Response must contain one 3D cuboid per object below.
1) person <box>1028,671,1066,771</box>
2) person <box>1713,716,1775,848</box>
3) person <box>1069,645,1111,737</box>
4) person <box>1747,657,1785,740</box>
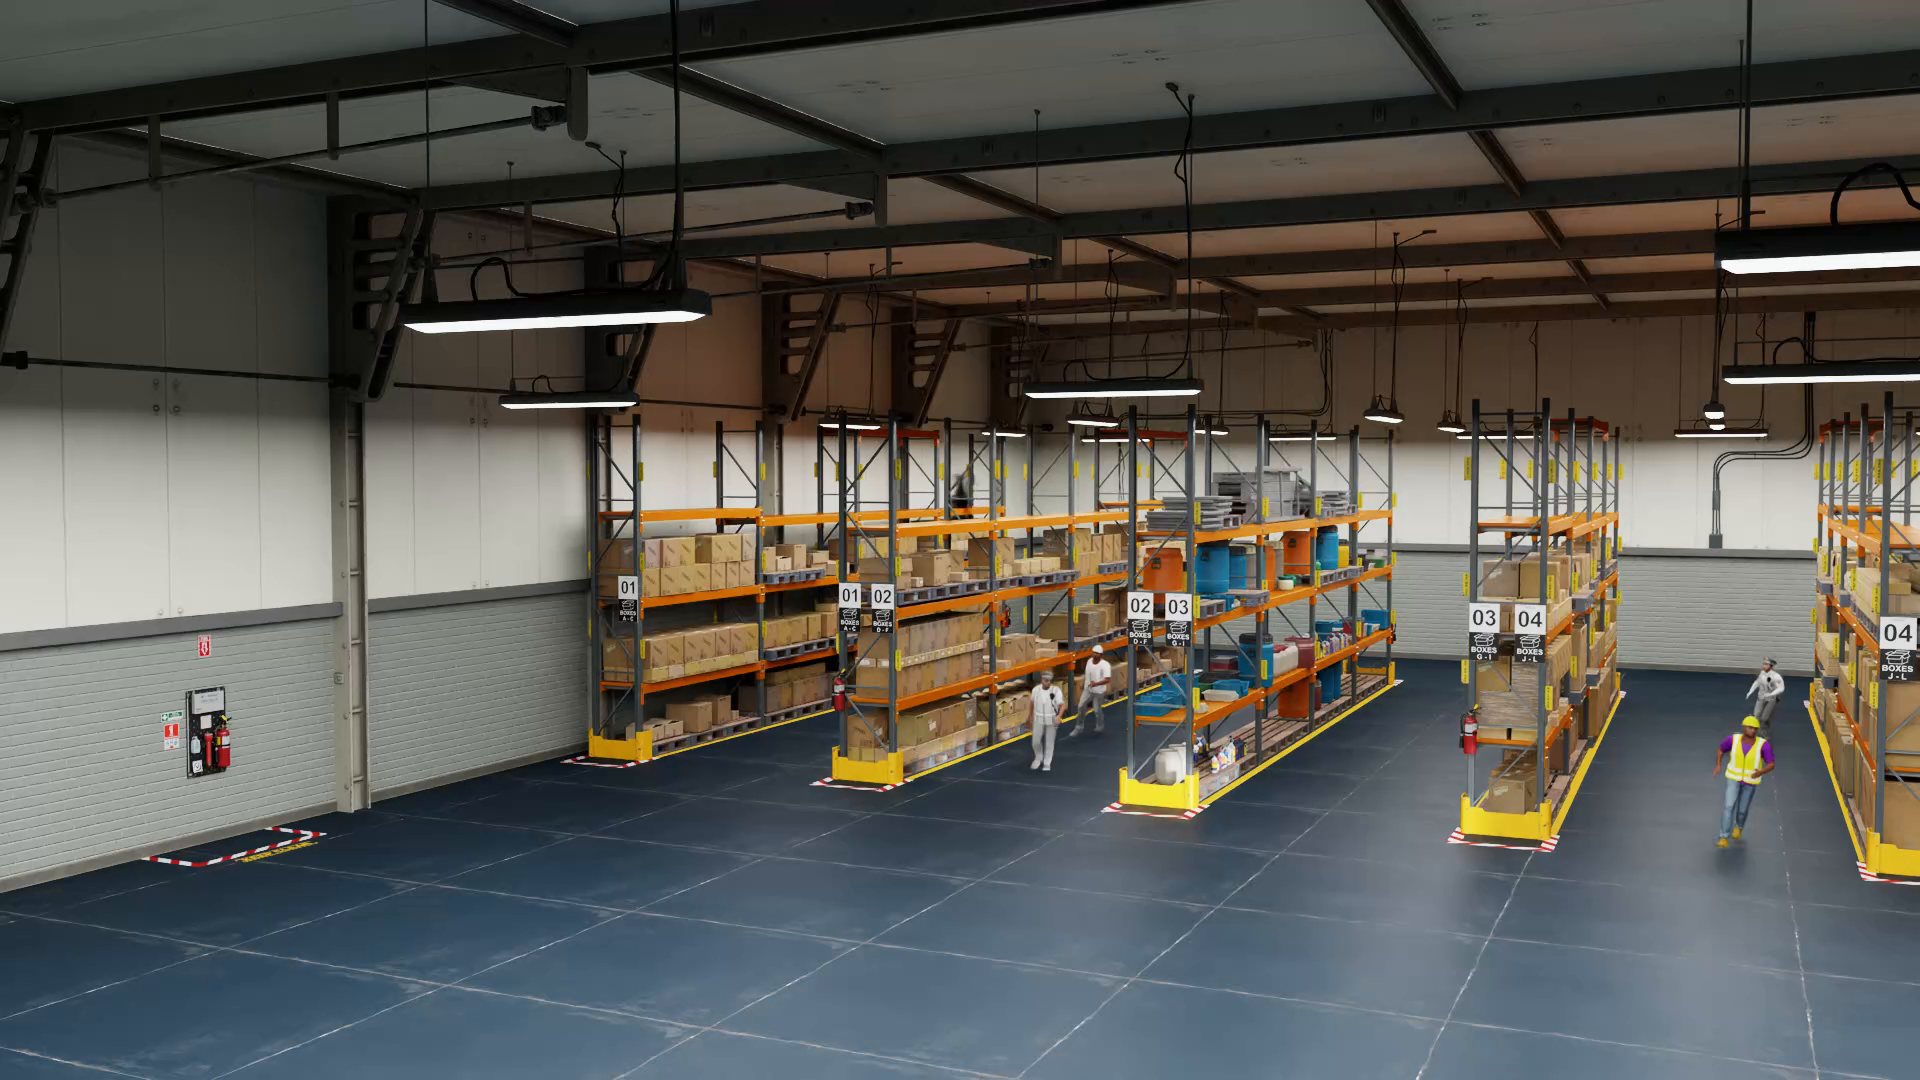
[{"bbox_3d":[1.426,3.007,27.542,0.661,1.694,0.805,0,2,8],"label":"person"},{"bbox_3d":[10.398,3.183,22.073,0.751,1.706,1.023,1,3,27],"label":"person"},{"bbox_3d":[2.534,2.829,31.267,0.745,1.737,0.835,2,3,34],"label":"person"},{"bbox_3d":[15.016,2.956,30.910,0.488,1.605,0.692,-2,3,-37],"label":"person"}]
